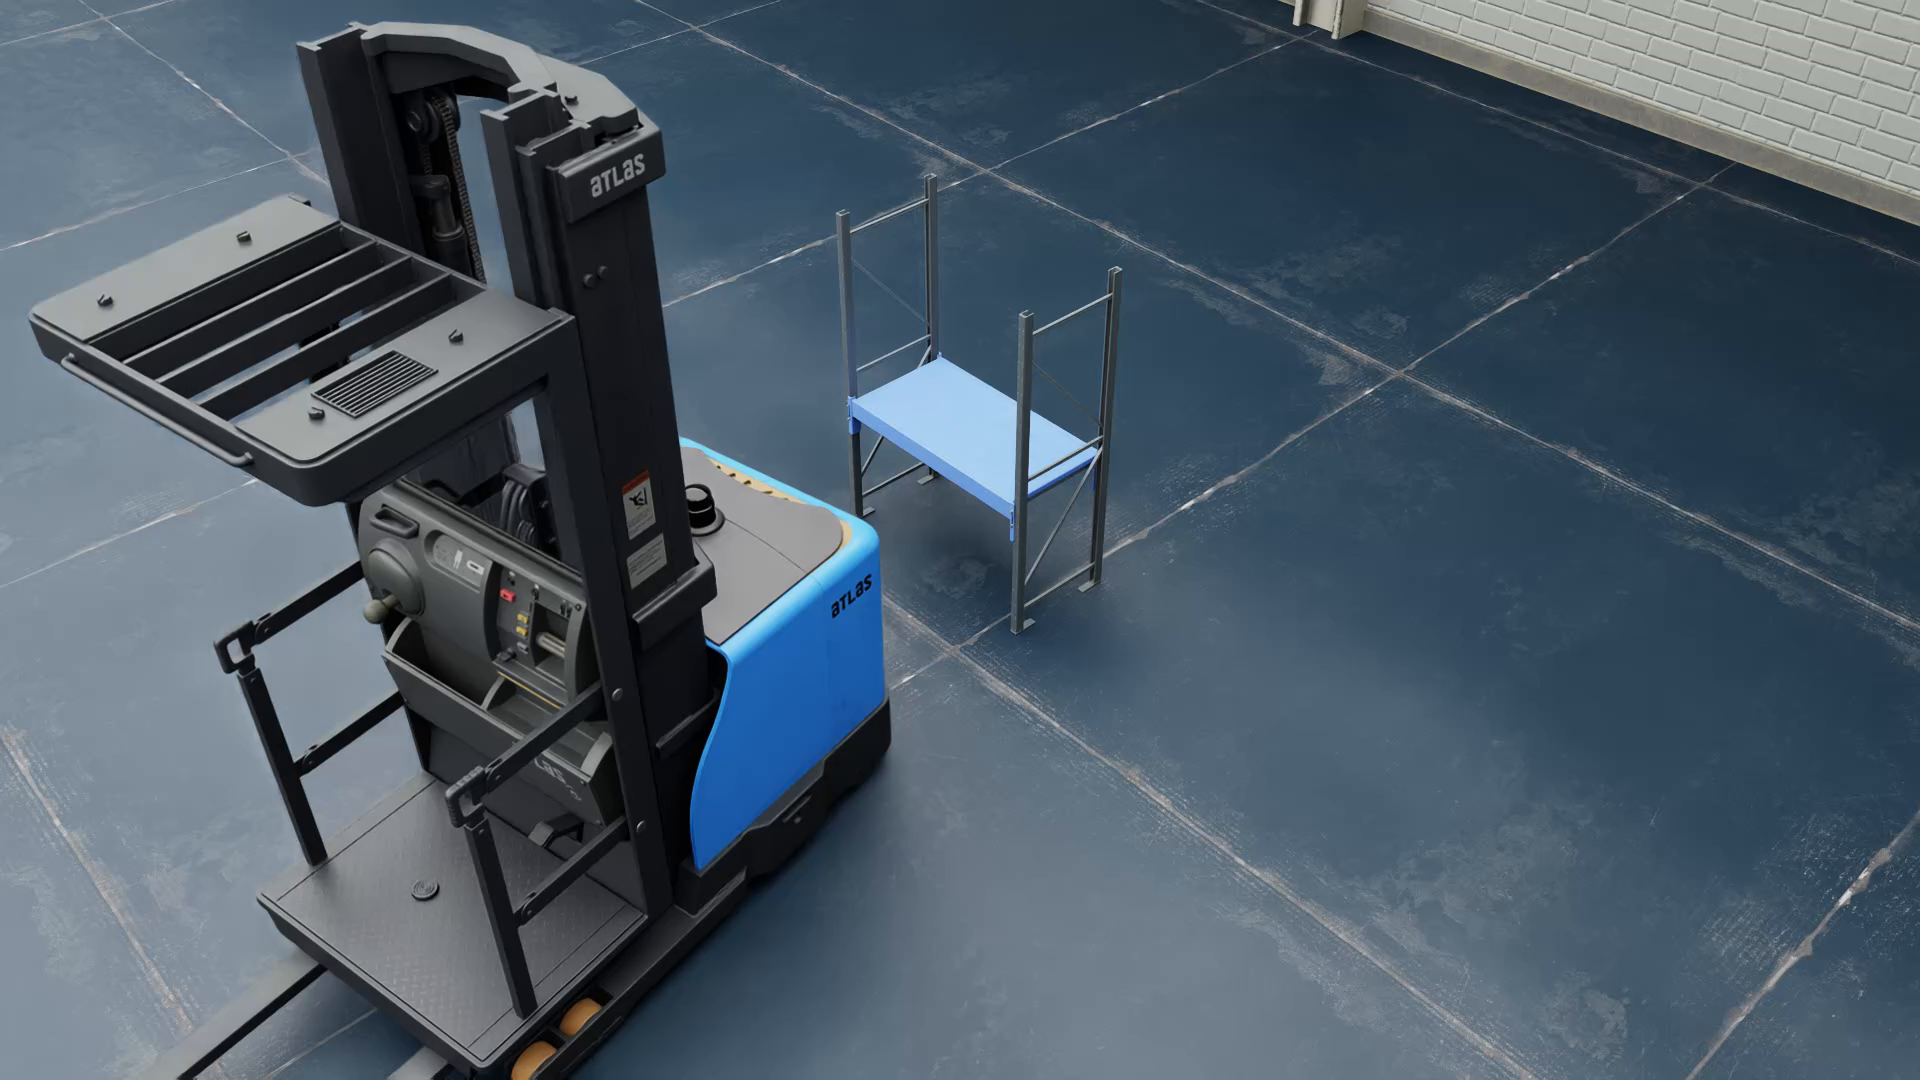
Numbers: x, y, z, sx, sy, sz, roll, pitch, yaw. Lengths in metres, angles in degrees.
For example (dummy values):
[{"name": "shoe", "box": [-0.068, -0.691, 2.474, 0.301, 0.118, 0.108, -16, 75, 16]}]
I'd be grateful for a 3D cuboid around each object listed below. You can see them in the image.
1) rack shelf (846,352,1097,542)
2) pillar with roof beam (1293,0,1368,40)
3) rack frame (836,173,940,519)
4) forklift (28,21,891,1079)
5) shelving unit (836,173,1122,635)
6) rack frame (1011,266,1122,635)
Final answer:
[{"name": "rack shelf", "box": [0.058, -0.404, 6.843, 0.538, 0.185, 1.000, -30, 48, -32]}, {"name": "pillar with roof beam", "box": [-0.570, -5.303, 6.654, 9.100, 9.000, 0.400, -30, 48, -32]}, {"name": "rack frame", "box": [-0.286, -0.779, 7.021, 0.500, 1.500, 0.032, -30, 48, -32]}, {"name": "forklift", "box": [-1.531, 0.223, 4.641, 1.130, 2.935, 3.031, 25, 45, 27]}, {"name": "shelving unit", "box": [0.058, -0.544, 6.730, 0.538, 1.500, 1.048, -30, 48, -32]}, {"name": "rack frame", "box": [0.401, -0.309, 6.439, 0.500, 1.500, 0.032, -30, 48, -32]}]
